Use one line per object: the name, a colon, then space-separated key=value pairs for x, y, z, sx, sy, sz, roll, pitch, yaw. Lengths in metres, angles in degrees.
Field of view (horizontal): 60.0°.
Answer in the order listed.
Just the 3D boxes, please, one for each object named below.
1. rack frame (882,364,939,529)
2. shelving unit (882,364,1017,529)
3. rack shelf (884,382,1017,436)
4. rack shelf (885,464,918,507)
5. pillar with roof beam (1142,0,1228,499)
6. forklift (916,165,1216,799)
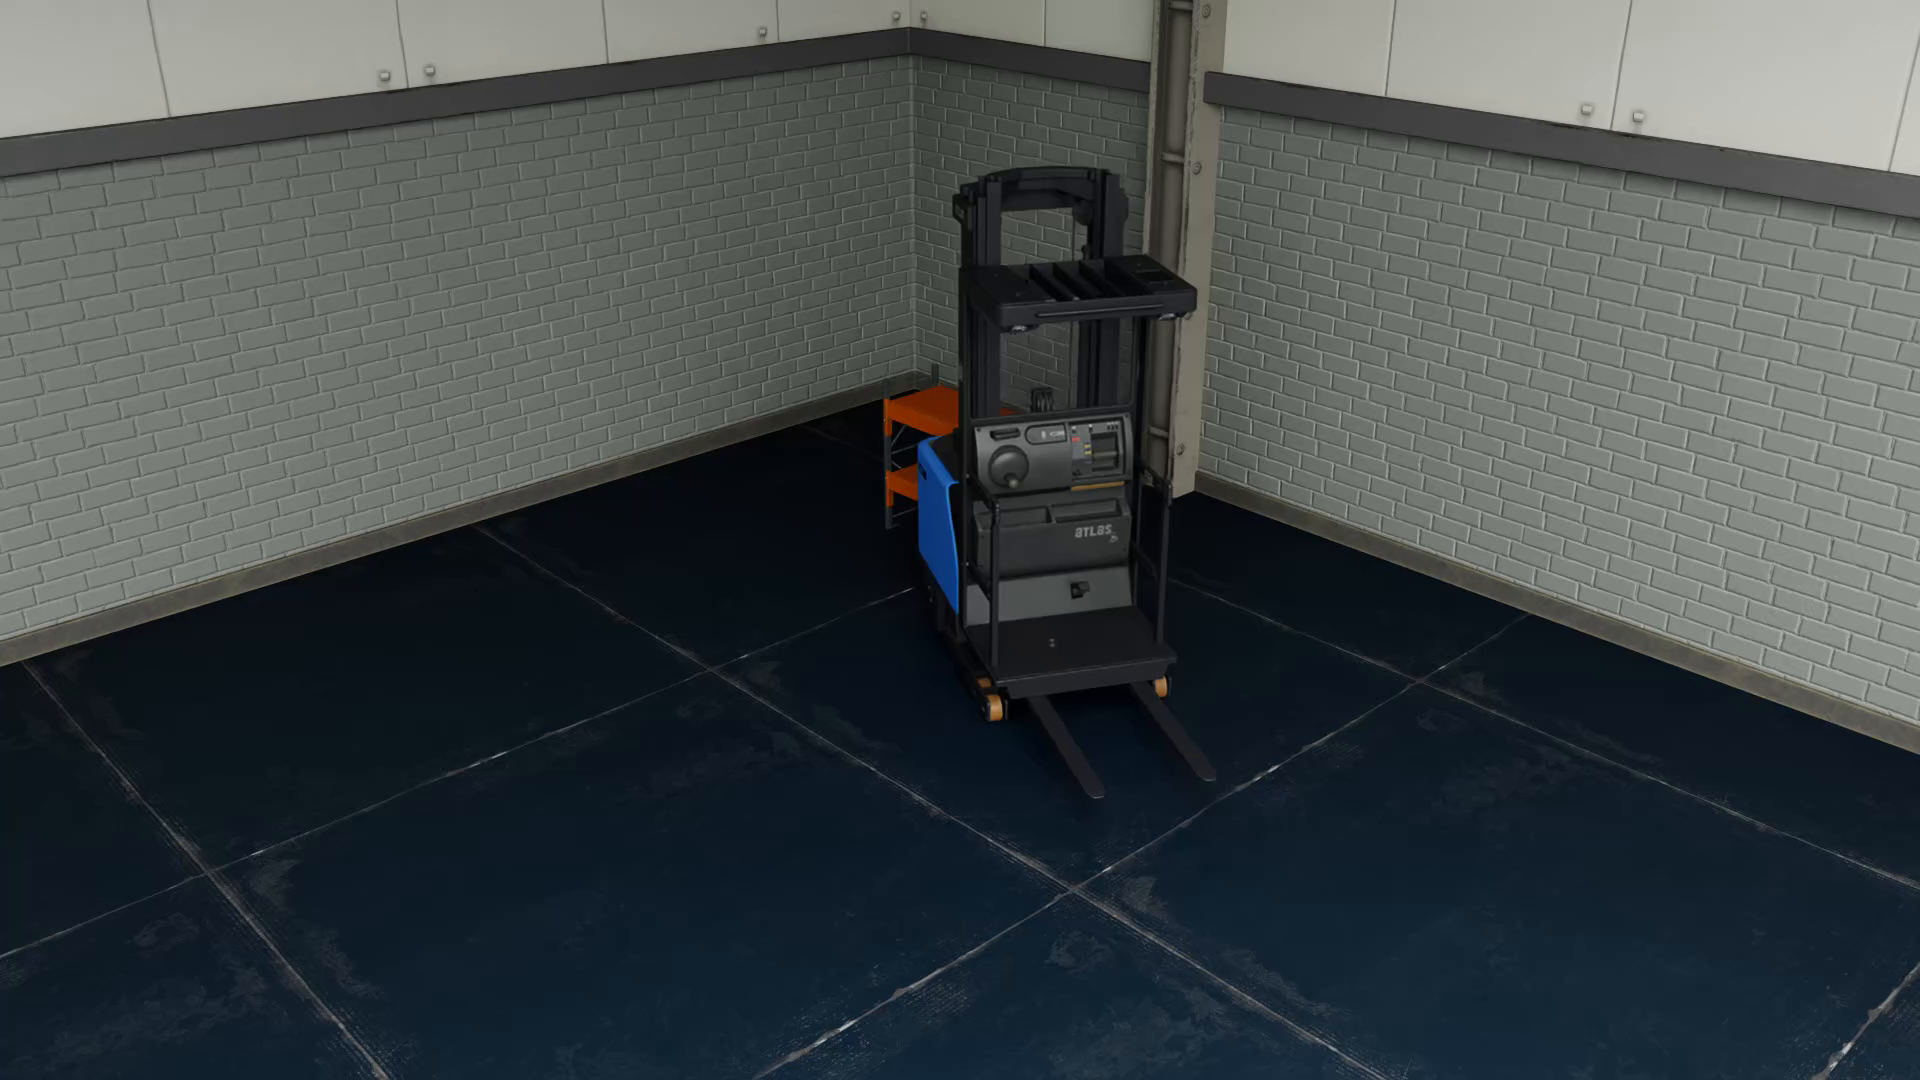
rack frame: x=-0.343 y=-0.664 z=11.850 sx=0.500 sy=1.125 sz=0.032 roll=-21 pitch=32 yaw=-38
shelving unit: x=0.005 y=-0.510 z=11.512 sx=0.538 sy=1.125 sz=1.048 roll=-21 pitch=32 yaw=-38
rack shelf: x=0.005 y=-0.776 z=11.391 sx=0.538 sy=0.278 sz=1.000 roll=-21 pitch=32 yaw=-38
rack shelf: x=0.005 y=-0.287 z=11.614 sx=0.538 sy=0.278 sz=1.000 roll=-21 pitch=32 yaw=-38
pillar with roof beam: x=-1.595 y=-3.275 z=8.087 sx=9.100 sy=9.000 sz=0.400 roll=-21 pitch=32 yaw=-38
forklift: x=0.594 y=-0.474 z=9.257 sx=1.130 sy=2.935 sz=3.031 roll=-6 pitch=25 yaw=-14
